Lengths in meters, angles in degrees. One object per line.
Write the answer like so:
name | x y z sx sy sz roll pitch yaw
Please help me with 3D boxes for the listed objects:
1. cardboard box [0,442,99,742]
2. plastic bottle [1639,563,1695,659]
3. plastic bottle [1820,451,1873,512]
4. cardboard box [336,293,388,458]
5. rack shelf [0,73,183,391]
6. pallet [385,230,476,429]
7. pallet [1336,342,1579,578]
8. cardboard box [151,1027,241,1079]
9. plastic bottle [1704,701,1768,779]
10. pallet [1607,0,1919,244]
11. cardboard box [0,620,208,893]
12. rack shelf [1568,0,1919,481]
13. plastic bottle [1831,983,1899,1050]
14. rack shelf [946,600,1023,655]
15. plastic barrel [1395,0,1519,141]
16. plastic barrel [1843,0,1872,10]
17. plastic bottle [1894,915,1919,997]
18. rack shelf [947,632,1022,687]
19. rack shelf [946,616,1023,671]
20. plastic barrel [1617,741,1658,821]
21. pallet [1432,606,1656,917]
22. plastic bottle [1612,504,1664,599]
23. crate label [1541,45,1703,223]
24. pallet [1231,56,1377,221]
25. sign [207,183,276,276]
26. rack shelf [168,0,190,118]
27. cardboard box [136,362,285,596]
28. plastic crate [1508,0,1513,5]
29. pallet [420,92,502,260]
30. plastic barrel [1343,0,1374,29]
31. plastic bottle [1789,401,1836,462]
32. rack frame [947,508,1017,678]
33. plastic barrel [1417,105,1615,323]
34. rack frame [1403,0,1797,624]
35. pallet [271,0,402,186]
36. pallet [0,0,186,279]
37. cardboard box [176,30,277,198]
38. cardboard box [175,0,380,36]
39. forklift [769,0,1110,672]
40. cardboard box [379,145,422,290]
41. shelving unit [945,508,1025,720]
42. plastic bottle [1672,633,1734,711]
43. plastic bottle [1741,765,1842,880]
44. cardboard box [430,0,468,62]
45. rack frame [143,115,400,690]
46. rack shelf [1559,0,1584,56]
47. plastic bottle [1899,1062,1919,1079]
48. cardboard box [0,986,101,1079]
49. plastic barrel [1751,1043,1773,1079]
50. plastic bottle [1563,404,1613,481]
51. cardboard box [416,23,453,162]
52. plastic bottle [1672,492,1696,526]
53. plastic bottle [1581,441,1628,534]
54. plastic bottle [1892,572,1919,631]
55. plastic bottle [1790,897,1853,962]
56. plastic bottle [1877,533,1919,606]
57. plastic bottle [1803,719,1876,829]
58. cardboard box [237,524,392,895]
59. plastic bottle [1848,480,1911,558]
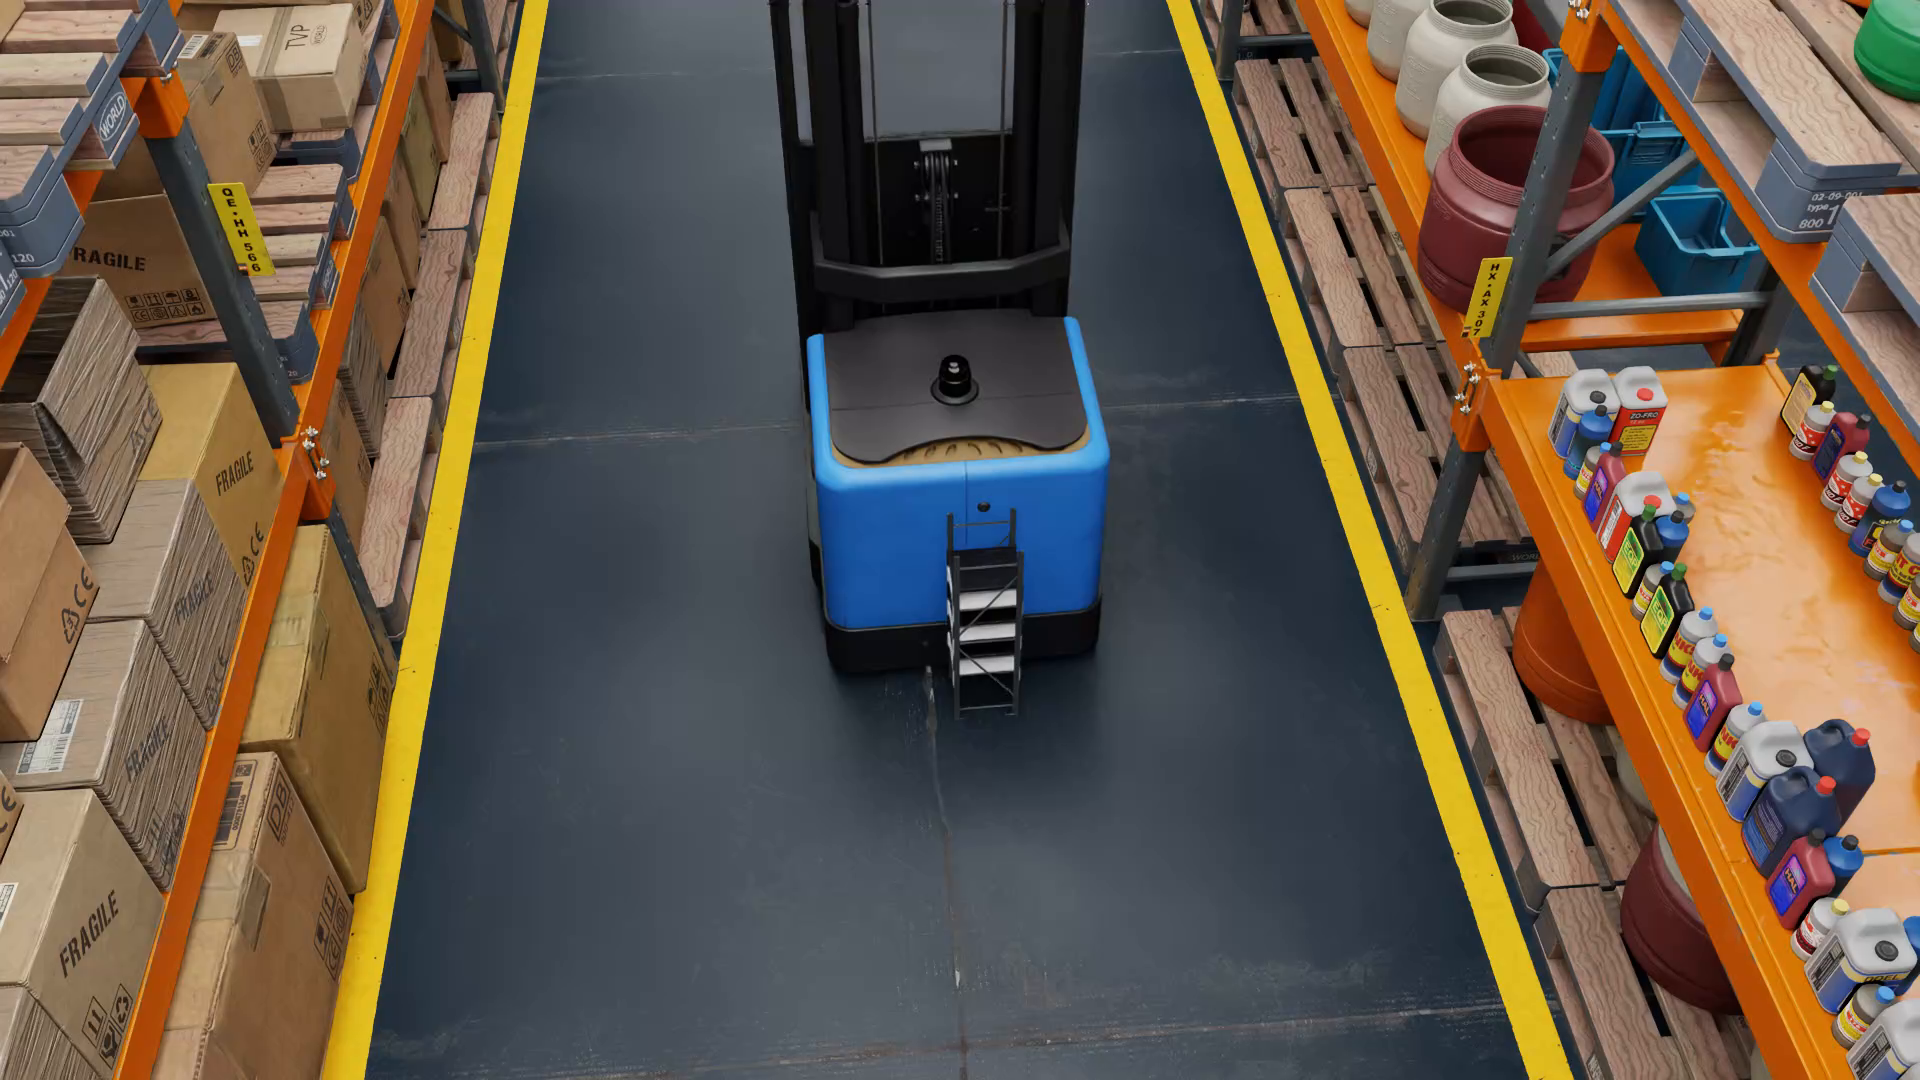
cardboard box | -2.563 0.148 3.921 0.797 0.503 0.637 -3 47 -2
plastic bottle | 2.014 0.199 4.713 0.061 0.283 0.133 -3 47 -3
plastic bottle | 2.745 -0.189 5.136 0.097 0.201 0.097 0 47 0
cardboard box | -2.795 -0.650 6.855 0.700 0.500 0.500 -7 47 -7
rack shelf | -2.493 0.189 3.071 1.077 0.370 4.000 -3 47 -3
pallet | -2.823 -0.962 7.652 1.003 0.211 1.213 -3 47 -3
pallet | 2.249 -0.379 7.100 1.003 0.211 1.213 -3 47 -3
cardboard box | -2.474 1.898 4.197 1.225 0.875 0.875 -5 47 -5
plastic bottle | 2.069 0.523 4.414 0.097 0.271 0.097 0 47 0
pallet | 2.242 -1.182 4.005 1.003 0.211 1.213 -3 47 -3
cardboard box | -2.289 0.570 4.212 0.500 0.500 0.500 -5 47 -5
rack shelf | 2.443 -0.112 3.357 1.077 0.370 4.000 -3 47 -3
plastic bottle | 2.134 1.113 3.904 0.097 0.201 0.097 0 47 0
rack shelf | 0.087 0.306 6.023 0.258 0.077 0.200 -4 47 -4
plastic barrel | 1.941 -1.850 6.495 0.421 0.512 0.421 0 47 0
plastic barrel | 2.320 -1.688 3.768 0.600 0.830 0.708 -3 47 -3
plastic bottle | 2.275 0.982 3.979 0.097 0.271 0.097 0 47 0
rack shelf | 0.087 0.430 6.153 0.258 0.077 0.200 -4 47 -4
rack shelf | 0.087 0.368 6.088 0.258 0.077 0.200 -4 47 -4
plastic barrel | 2.470 0.692 5.590 0.421 0.512 0.421 0 47 0
pallet | 2.383 0.751 6.029 1.003 0.211 1.213 -3 47 -3
plastic bottle | 1.994 0.032 4.871 0.061 0.283 0.133 -3 47 -3
crate label | 2.462 -1.523 6.238 0.502 0.435 0.616 -3 47 -3
pallet | 2.045 -2.145 8.772 1.003 0.211 1.213 -3 47 -3
sign | -2.107 -0.909 4.884 0.100 0.325 0.005 -3 47 -3
rack shelf | -2.827 -2.705 5.812 1.077 0.370 4.000 -3 47 -3
cardboard box | -2.372 -0.167 4.910 0.500 0.500 0.500 -2 47 -2
plastic crate | 2.368 -2.354 7.196 0.450 0.188 0.662 -3 47 -3
pallet | -2.928 -1.846 8.490 1.003 0.211 1.213 -3 47 -3
plastic barrel | 1.864 -2.480 7.075 0.433 0.535 0.433 0 47 0
plastic bottle | 2.726 -0.356 5.294 0.097 0.201 0.097 0 47 0
rack frame | 0.076 0.210 6.068 0.240 0.900 0.006 -4 47 -4
plastic barrel | 1.935 -1.139 5.806 0.600 0.536 0.708 -3 47 -3
rack frame | 2.276 -0.775 5.555 1.000 3.000 0.127 -3 47 -3
pallet | -2.866 -1.838 6.693 1.003 0.211 1.213 -3 47 -3
pallet | -2.553 -0.978 3.811 1.213 0.211 1.003 -2 47 -1
cardboard box | -2.891 -1.439 5.825 0.700 0.500 0.500 3 47 3
cardboard box | -2.758 -2.300 6.638 0.797 0.503 0.637 1 47 1
forklift | -0.138 -1.583 6.367 1.130 2.935 3.031 -4 47 -4
cardboard box | -2.896 -1.464 7.625 0.700 0.500 0.500 -7 47 -7
shelving unit | 0.087 0.283 5.998 0.258 0.900 0.210 -4 47 -4
plastic bottle | 2.049 0.356 4.572 0.097 0.271 0.097 0 47 0
plastic bottle | 2.115 0.694 4.198 0.144 0.351 0.185 -3 47 -3
cardboard box | -2.988 -2.945 9.042 0.500 0.500 0.500 -5 47 -5
rack frame | -2.660 -0.474 5.270 1.000 3.000 0.127 -3 47 -3
rack shelf | 2.108 -3.006 6.097 1.077 0.370 4.000 -3 47 -3
plastic bottle | 2.183 1.267 3.706 0.152 0.276 0.135 -3 47 -3
cardboard box | -2.199 1.312 3.510 0.500 0.500 0.500 -4 47 -4
plastic barrel | 2.564 1.509 4.816 0.421 0.512 0.421 0 47 0
plastic bottle | 1.972 -0.313 5.205 0.097 0.271 0.097 0 47 0
cardboard box | -2.965 -2.215 8.336 0.700 0.500 0.500 -7 47 -6
plastic bottle | 2.151 -0.061 5.015 0.097 0.201 0.097 0 47 0
plastic bottle | 1.972 -0.162 5.054 0.061 0.283 0.133 -3 47 -3
plastic bottle | 2.786 0.163 4.803 0.097 0.201 0.097 0 47 0
plastic bottle | 2.115 0.945 4.062 0.097 0.201 0.097 0 47 0
plastic bottle | 2.778 0.069 4.844 0.097 0.271 0.097 0 47 0
plastic bottle | 2.256 0.587 4.299 0.144 0.351 0.185 -3 47 -3
cardboard box | -2.623 0.612 5.415 1.225 0.875 0.875 -5 47 -5
plastic bottle | 2.762 -0.072 4.977 0.097 0.271 0.097 0 47 0
